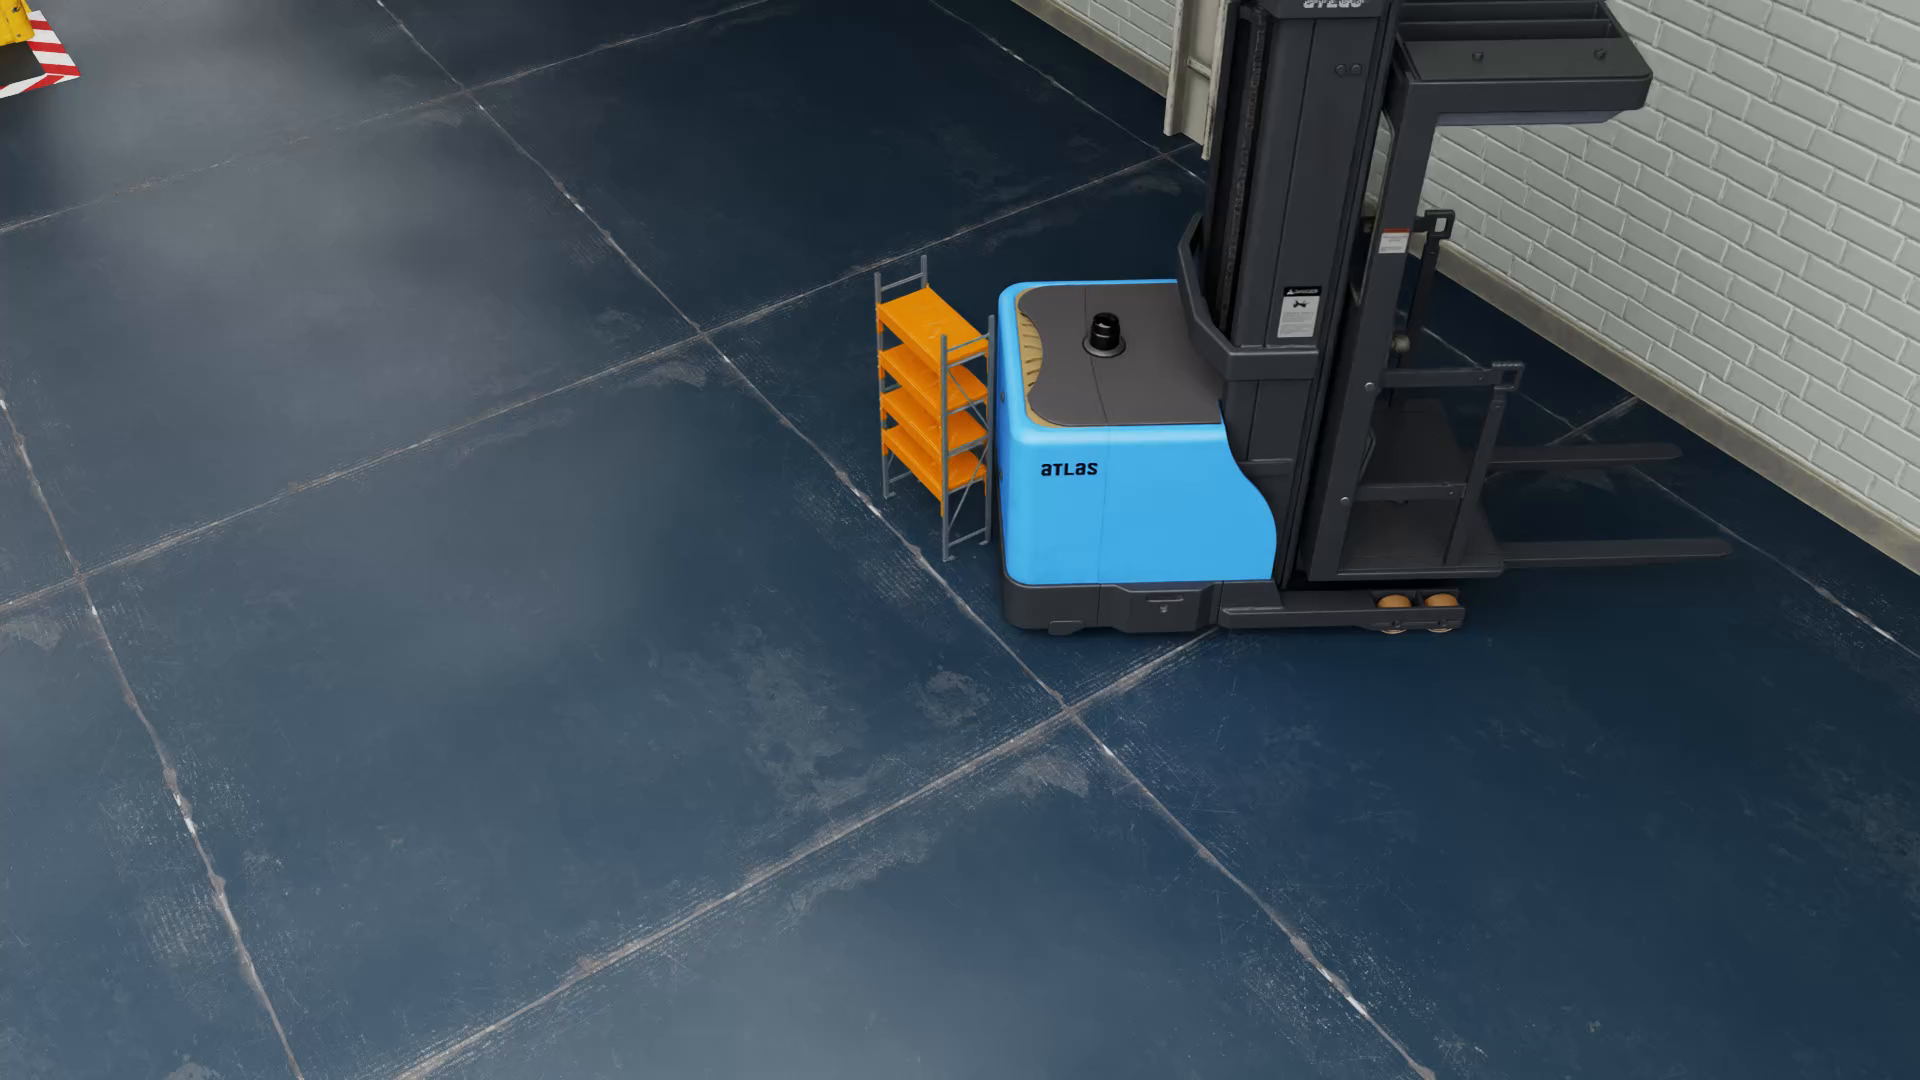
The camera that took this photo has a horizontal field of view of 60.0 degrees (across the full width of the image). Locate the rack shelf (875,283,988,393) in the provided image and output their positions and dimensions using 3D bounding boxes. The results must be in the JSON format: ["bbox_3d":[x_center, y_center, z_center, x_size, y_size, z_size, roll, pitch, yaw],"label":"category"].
[{"bbox_3d":[-0.103,-0.811,6.653,0.258,0.148,0.480,-24,49,-23],"label":"rack shelf"}]

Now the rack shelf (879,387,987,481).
[{"bbox_3d":[-0.103,-0.478,6.971,0.258,0.148,0.480,-24,49,-23],"label":"rack shelf"}]

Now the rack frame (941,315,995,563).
[{"bbox_3d":[0.030,-0.386,6.777,0.240,1.200,0.015,-24,49,-23],"label":"rack frame"}]

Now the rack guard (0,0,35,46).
[{"bbox_3d":[-6.459,-3.249,10.282,1.175,0.500,0.348,-26,49,-24],"label":"rack guard"}]

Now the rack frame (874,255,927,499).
[{"bbox_3d":[-0.237,-0.668,7.072,0.240,1.200,0.015,-24,49,-23],"label":"rack frame"}]

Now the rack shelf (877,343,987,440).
[{"bbox_3d":[-0.103,-0.640,6.816,0.258,0.148,0.480,-24,49,-23],"label":"rack shelf"}]

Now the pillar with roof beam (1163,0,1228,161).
[{"bbox_3d":[-2.104,-3.894,4.803,9.100,9.000,0.400,-26,49,-24],"label":"pillar with roof beam"}]

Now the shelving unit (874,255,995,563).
[{"bbox_3d":[-0.103,-0.527,6.924,0.258,1.200,0.503,-24,49,-23],"label":"shelving unit"}]

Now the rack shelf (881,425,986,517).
[{"bbox_3d":[-0.103,-0.335,7.108,0.258,0.148,0.480,-24,49,-23],"label":"rack shelf"}]

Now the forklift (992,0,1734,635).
[{"bbox_3d":[1.673,-1.042,6.210,3.031,2.935,1.130,-1,44,-1],"label":"forklift"}]
